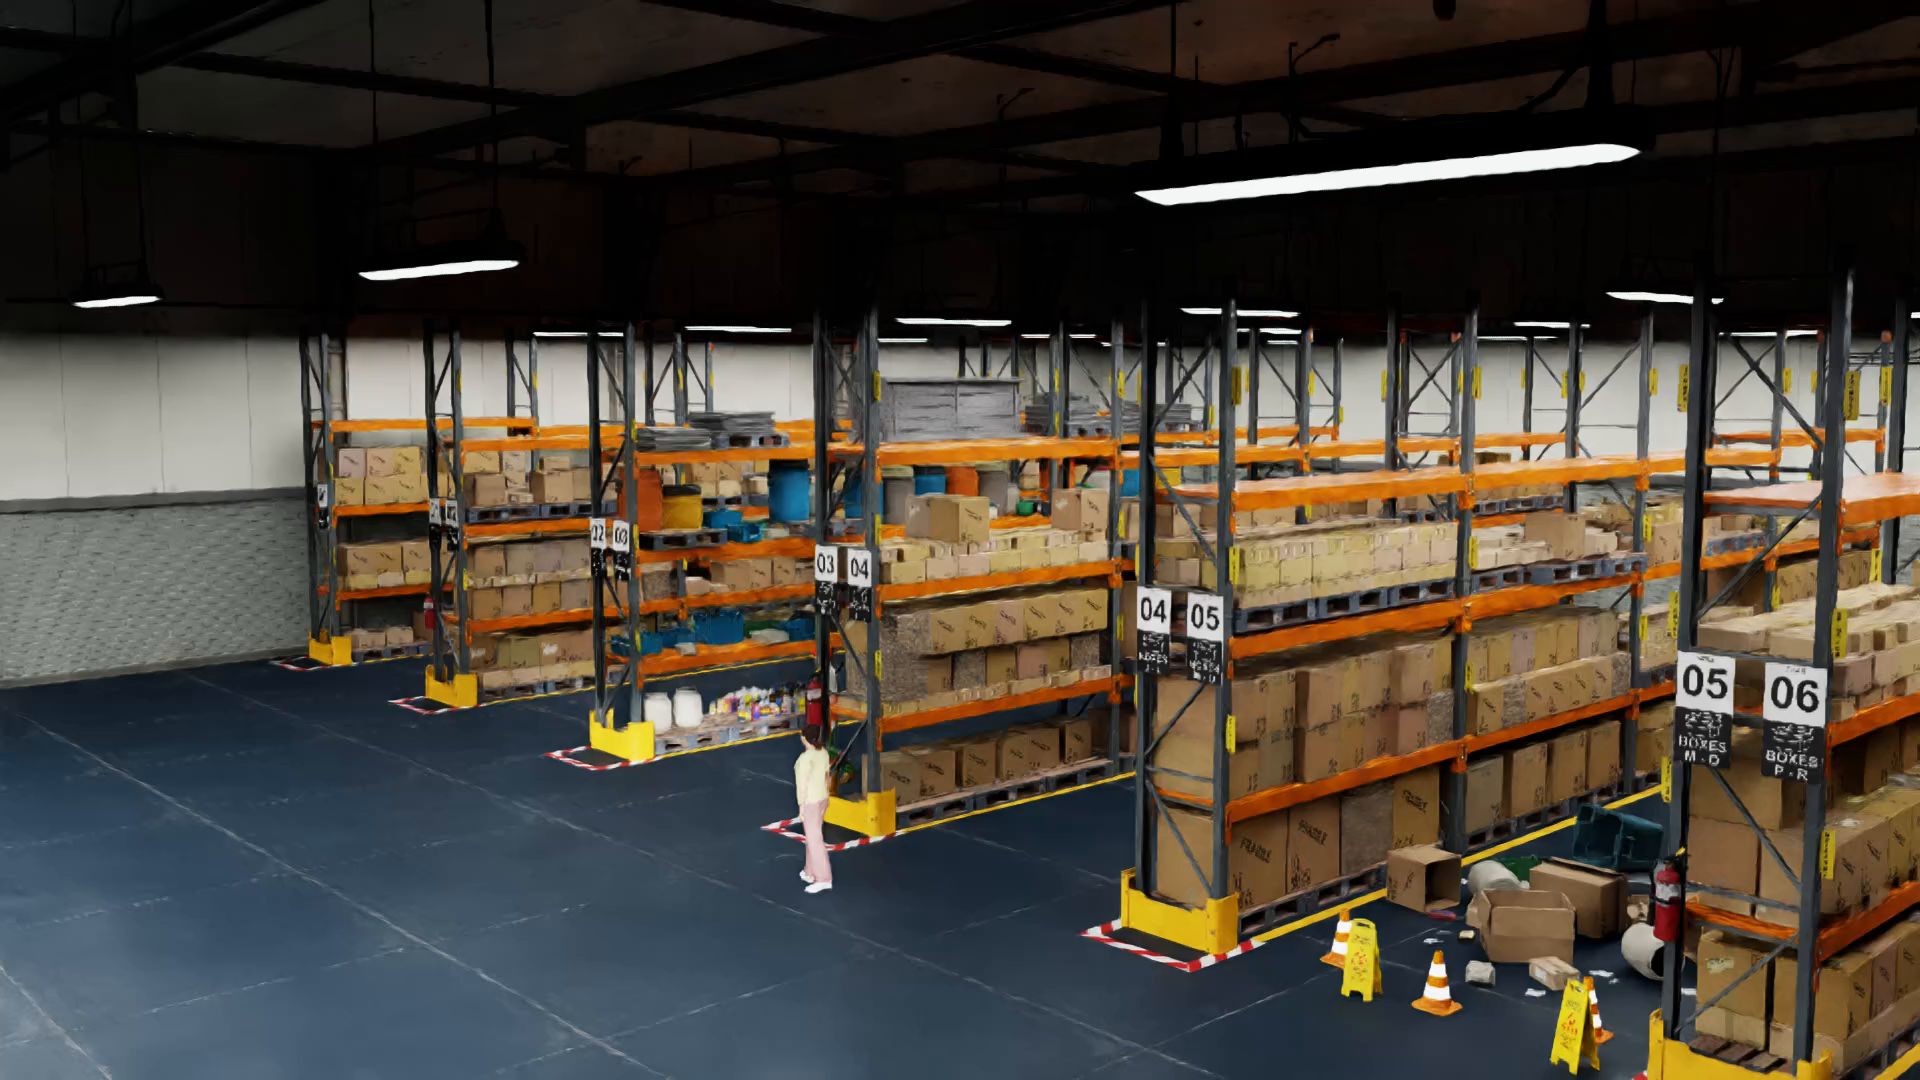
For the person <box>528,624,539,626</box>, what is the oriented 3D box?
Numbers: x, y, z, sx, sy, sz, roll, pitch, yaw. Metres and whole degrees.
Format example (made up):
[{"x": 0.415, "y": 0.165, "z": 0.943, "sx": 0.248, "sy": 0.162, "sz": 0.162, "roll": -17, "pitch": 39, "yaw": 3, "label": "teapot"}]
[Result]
[{"x": -7.672, "y": 1.375, "z": 29.905, "sx": 0.562, "sy": 1.527, "sz": 0.782, "roll": 3, "pitch": 7, "yaw": 30, "label": "person"}]

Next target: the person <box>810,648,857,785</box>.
[{"x": -1.581, "y": 2.190, "z": 20.771, "sx": 0.577, "sy": 1.778, "sz": 0.589, "roll": -1, "pitch": 6, "yaw": -7, "label": "person"}]

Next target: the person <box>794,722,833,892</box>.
[{"x": -1.490, "y": 2.657, "z": 16.698, "sx": 0.552, "sy": 1.673, "sz": 0.584, "roll": 3, "pitch": 6, "yaw": 26, "label": "person"}]
